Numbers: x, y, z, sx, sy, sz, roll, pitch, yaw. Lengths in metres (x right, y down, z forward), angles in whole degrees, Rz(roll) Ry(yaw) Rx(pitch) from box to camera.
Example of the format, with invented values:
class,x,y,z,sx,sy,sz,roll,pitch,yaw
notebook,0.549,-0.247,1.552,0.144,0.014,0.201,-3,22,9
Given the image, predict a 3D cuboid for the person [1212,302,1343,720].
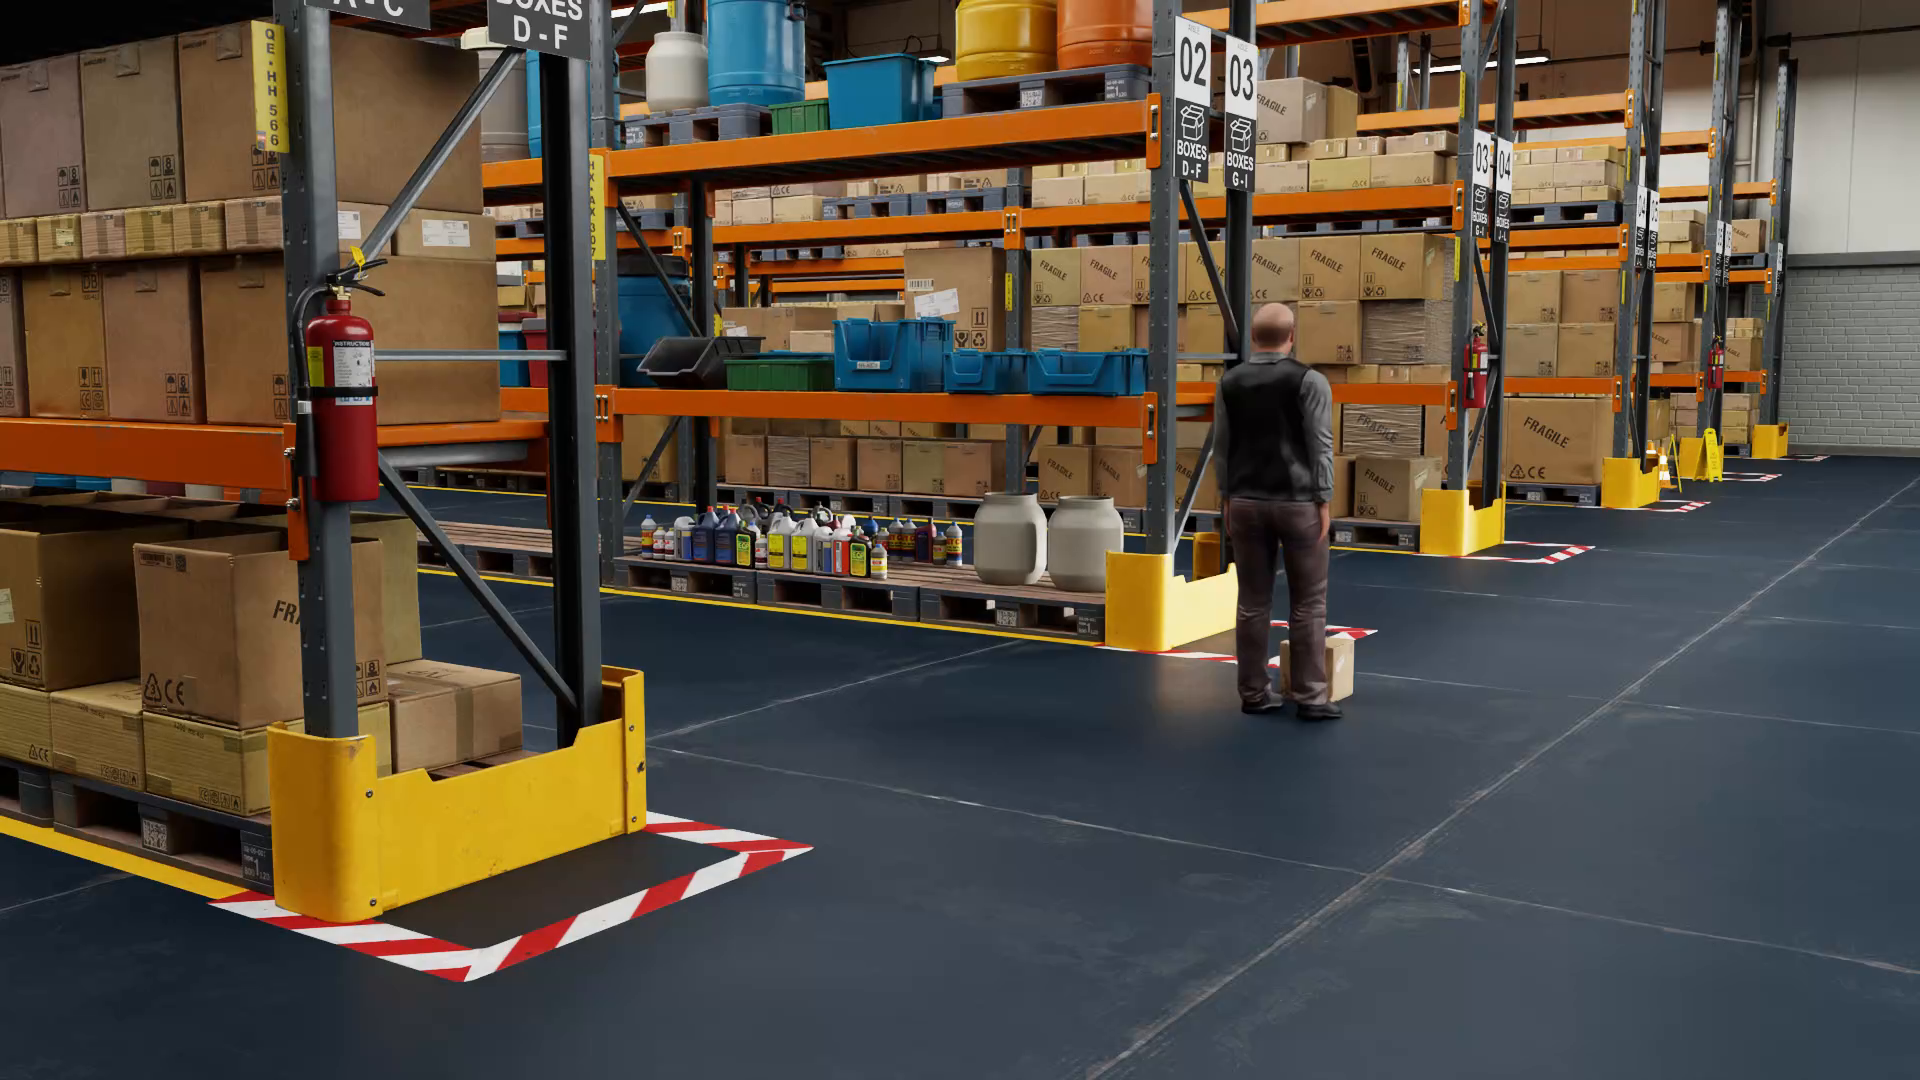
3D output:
class,x,y,z,sx,sy,sz,roll,pitch,yaw
person,1.326,-0.118,6.962,0.536,1.738,0.406,4,7,33
